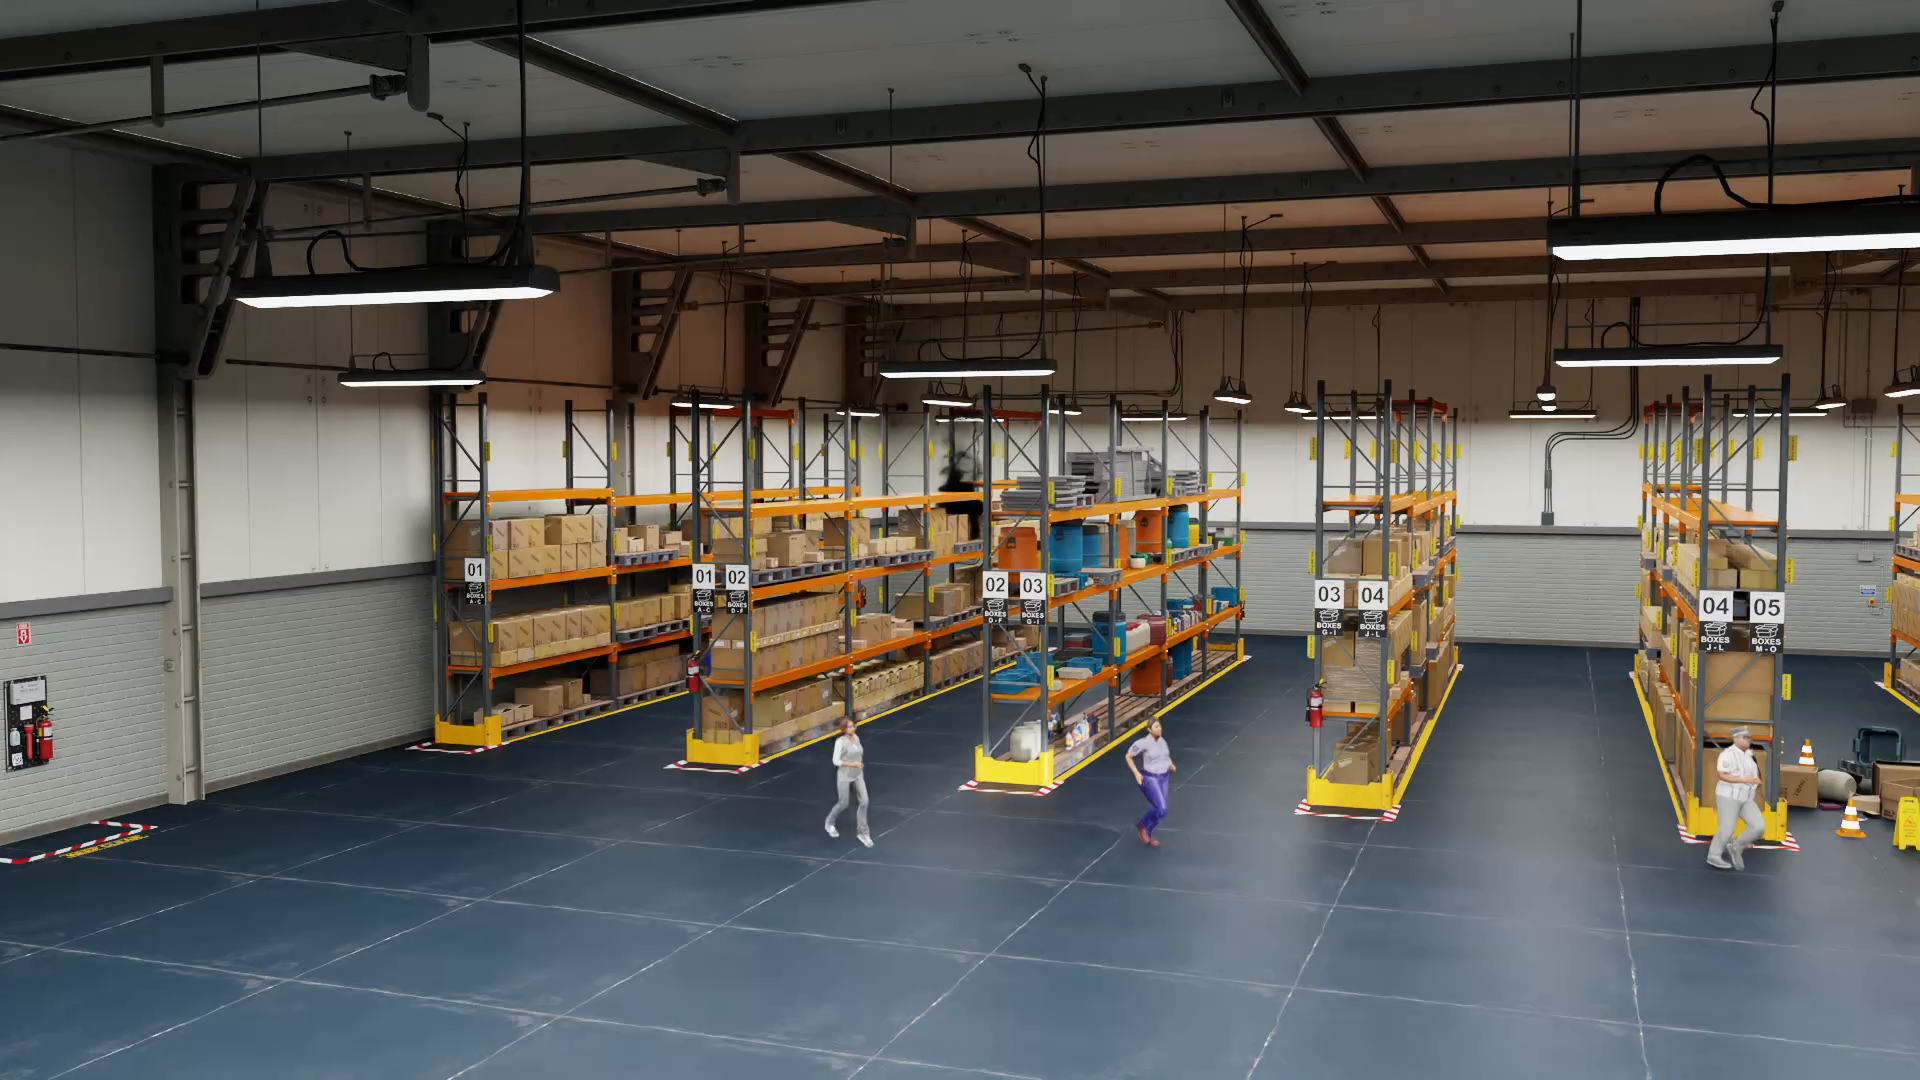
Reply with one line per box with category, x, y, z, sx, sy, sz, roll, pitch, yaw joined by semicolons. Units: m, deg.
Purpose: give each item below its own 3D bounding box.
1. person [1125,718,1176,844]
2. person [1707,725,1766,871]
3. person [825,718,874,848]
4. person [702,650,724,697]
person;2.484;3.068;21.053;0.592;1.610;0.590;-3;4;-42
person;9.319;3.080;19.814;0.689;1.764;0.694;-1;3;-23
person;-1.424;3.074;21.227;0.545;1.625;0.806;-3;4;-43
person;-4.448;2.577;30.177;0.562;1.624;0.580;1;3;17
